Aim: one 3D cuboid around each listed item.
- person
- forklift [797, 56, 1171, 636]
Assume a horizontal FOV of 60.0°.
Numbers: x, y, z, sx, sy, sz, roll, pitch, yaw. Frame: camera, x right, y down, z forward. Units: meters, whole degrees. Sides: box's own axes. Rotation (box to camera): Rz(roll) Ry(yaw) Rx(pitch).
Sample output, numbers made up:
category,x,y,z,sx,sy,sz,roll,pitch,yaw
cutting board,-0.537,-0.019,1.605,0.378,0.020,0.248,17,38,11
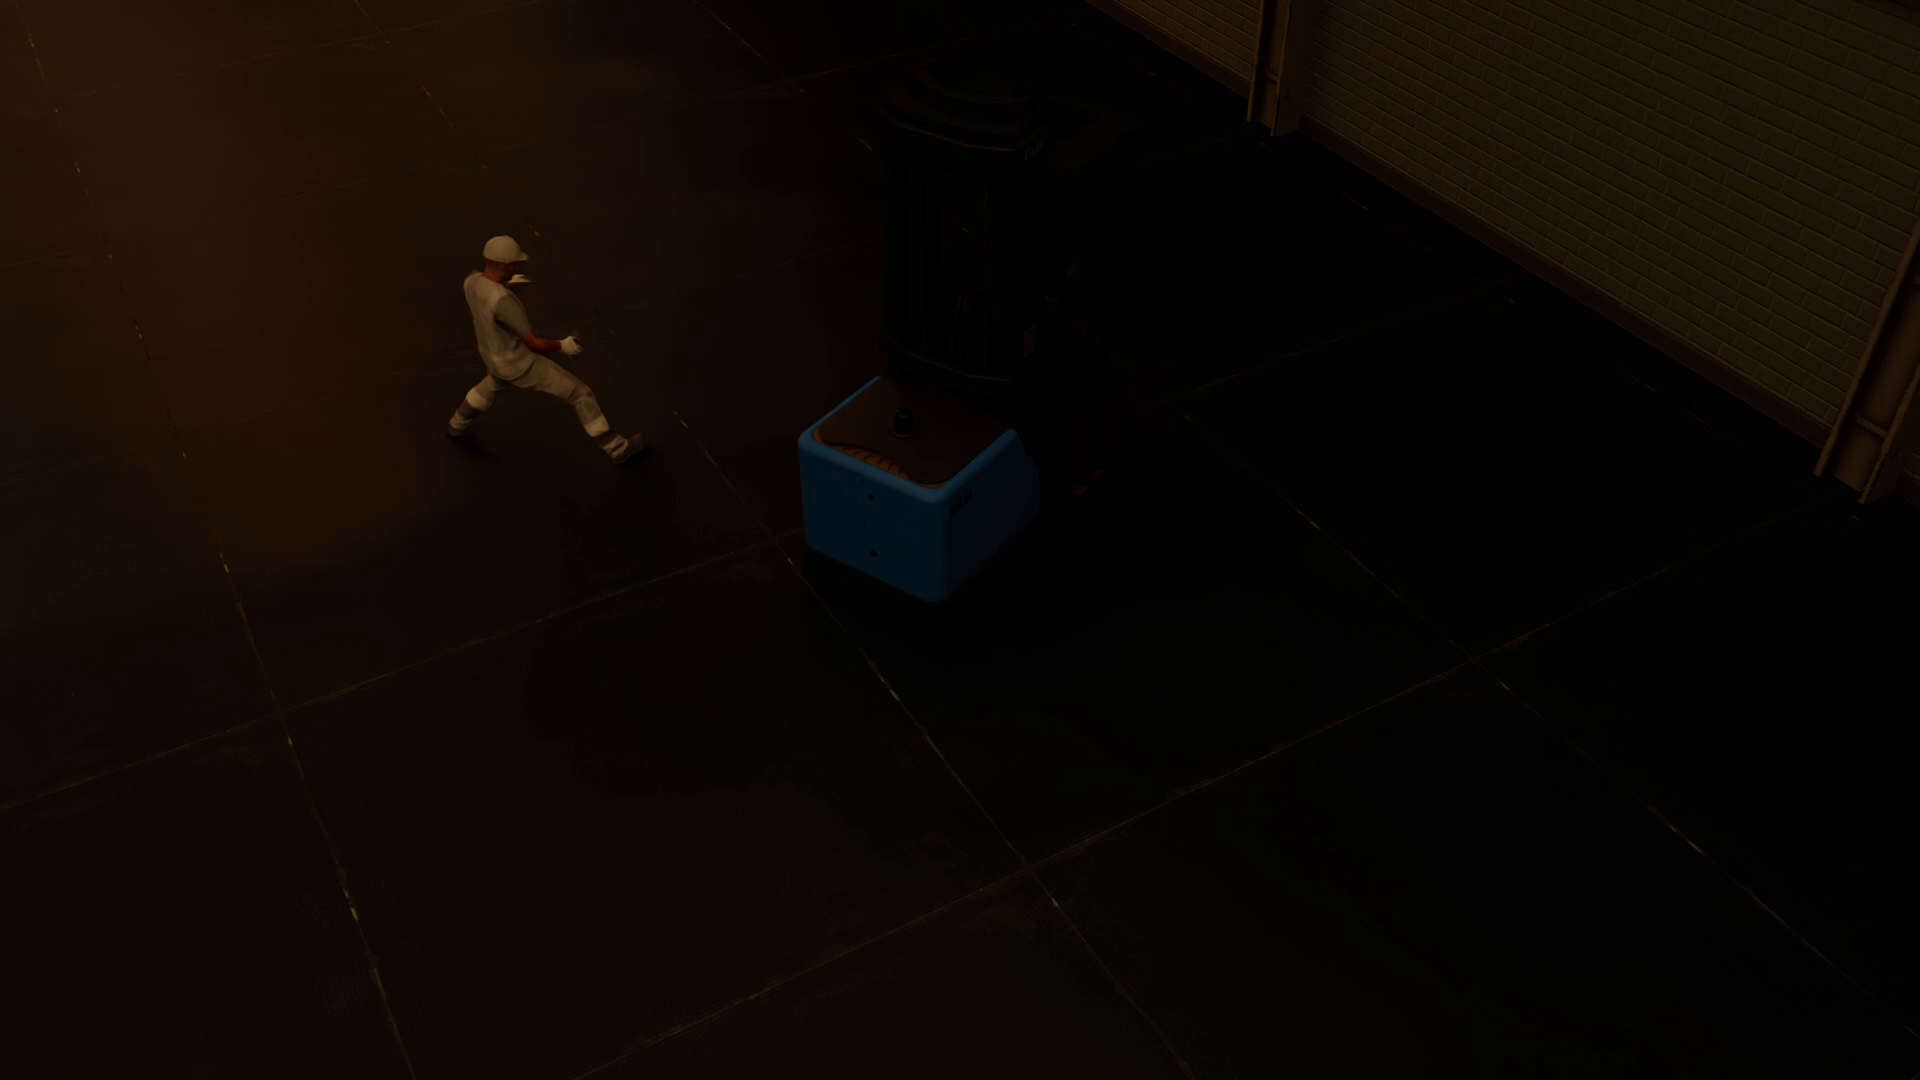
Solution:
category,x,y,z,sx,sy,sz,roll,pitch,yaw
person,-2.779,-1.273,10.637,1.002,1.590,1.164,-27,47,-29
forklift,0.316,-1.480,9.821,1.130,2.935,3.031,24,45,26
